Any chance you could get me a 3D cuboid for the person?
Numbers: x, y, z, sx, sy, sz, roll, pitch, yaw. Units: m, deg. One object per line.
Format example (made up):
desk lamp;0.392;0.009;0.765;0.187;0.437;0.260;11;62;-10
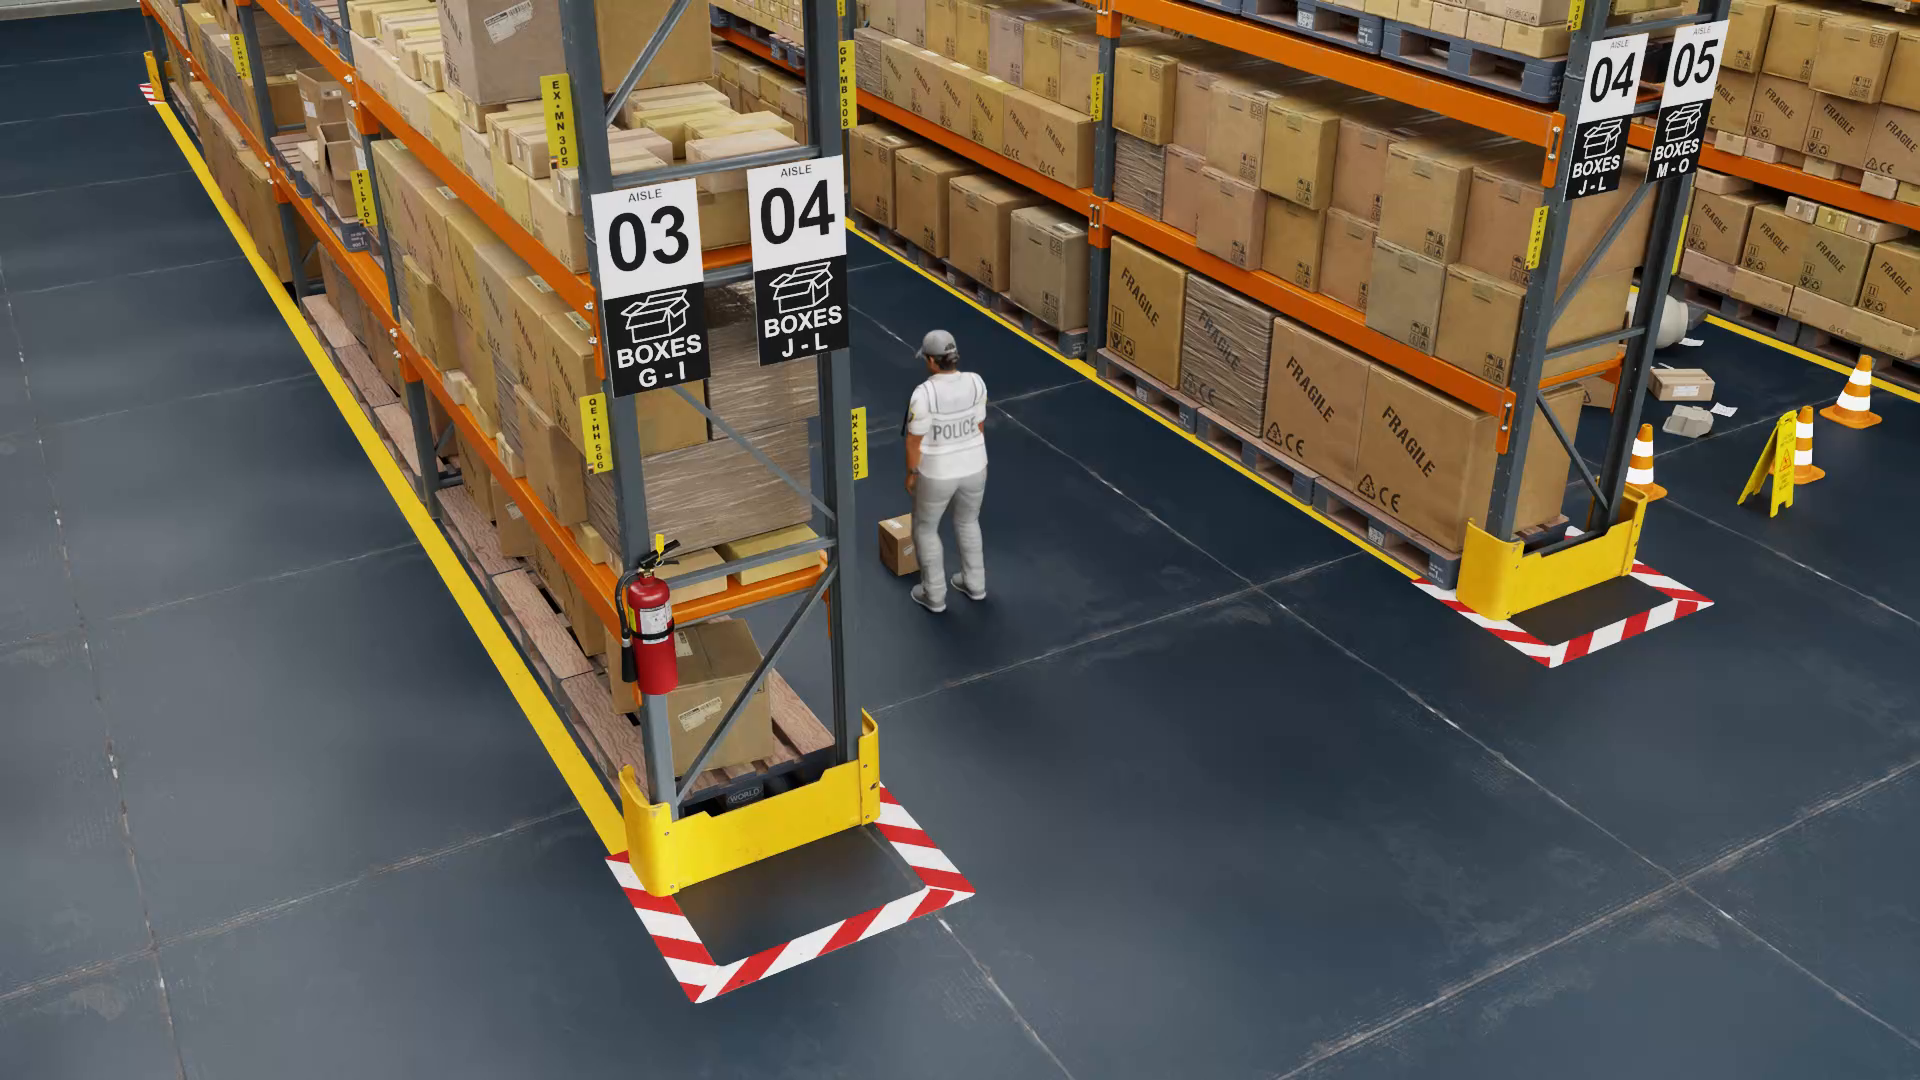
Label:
person;-0.089;-0.378;9.252;0.475;1.652;0.394;-15;33;-25
